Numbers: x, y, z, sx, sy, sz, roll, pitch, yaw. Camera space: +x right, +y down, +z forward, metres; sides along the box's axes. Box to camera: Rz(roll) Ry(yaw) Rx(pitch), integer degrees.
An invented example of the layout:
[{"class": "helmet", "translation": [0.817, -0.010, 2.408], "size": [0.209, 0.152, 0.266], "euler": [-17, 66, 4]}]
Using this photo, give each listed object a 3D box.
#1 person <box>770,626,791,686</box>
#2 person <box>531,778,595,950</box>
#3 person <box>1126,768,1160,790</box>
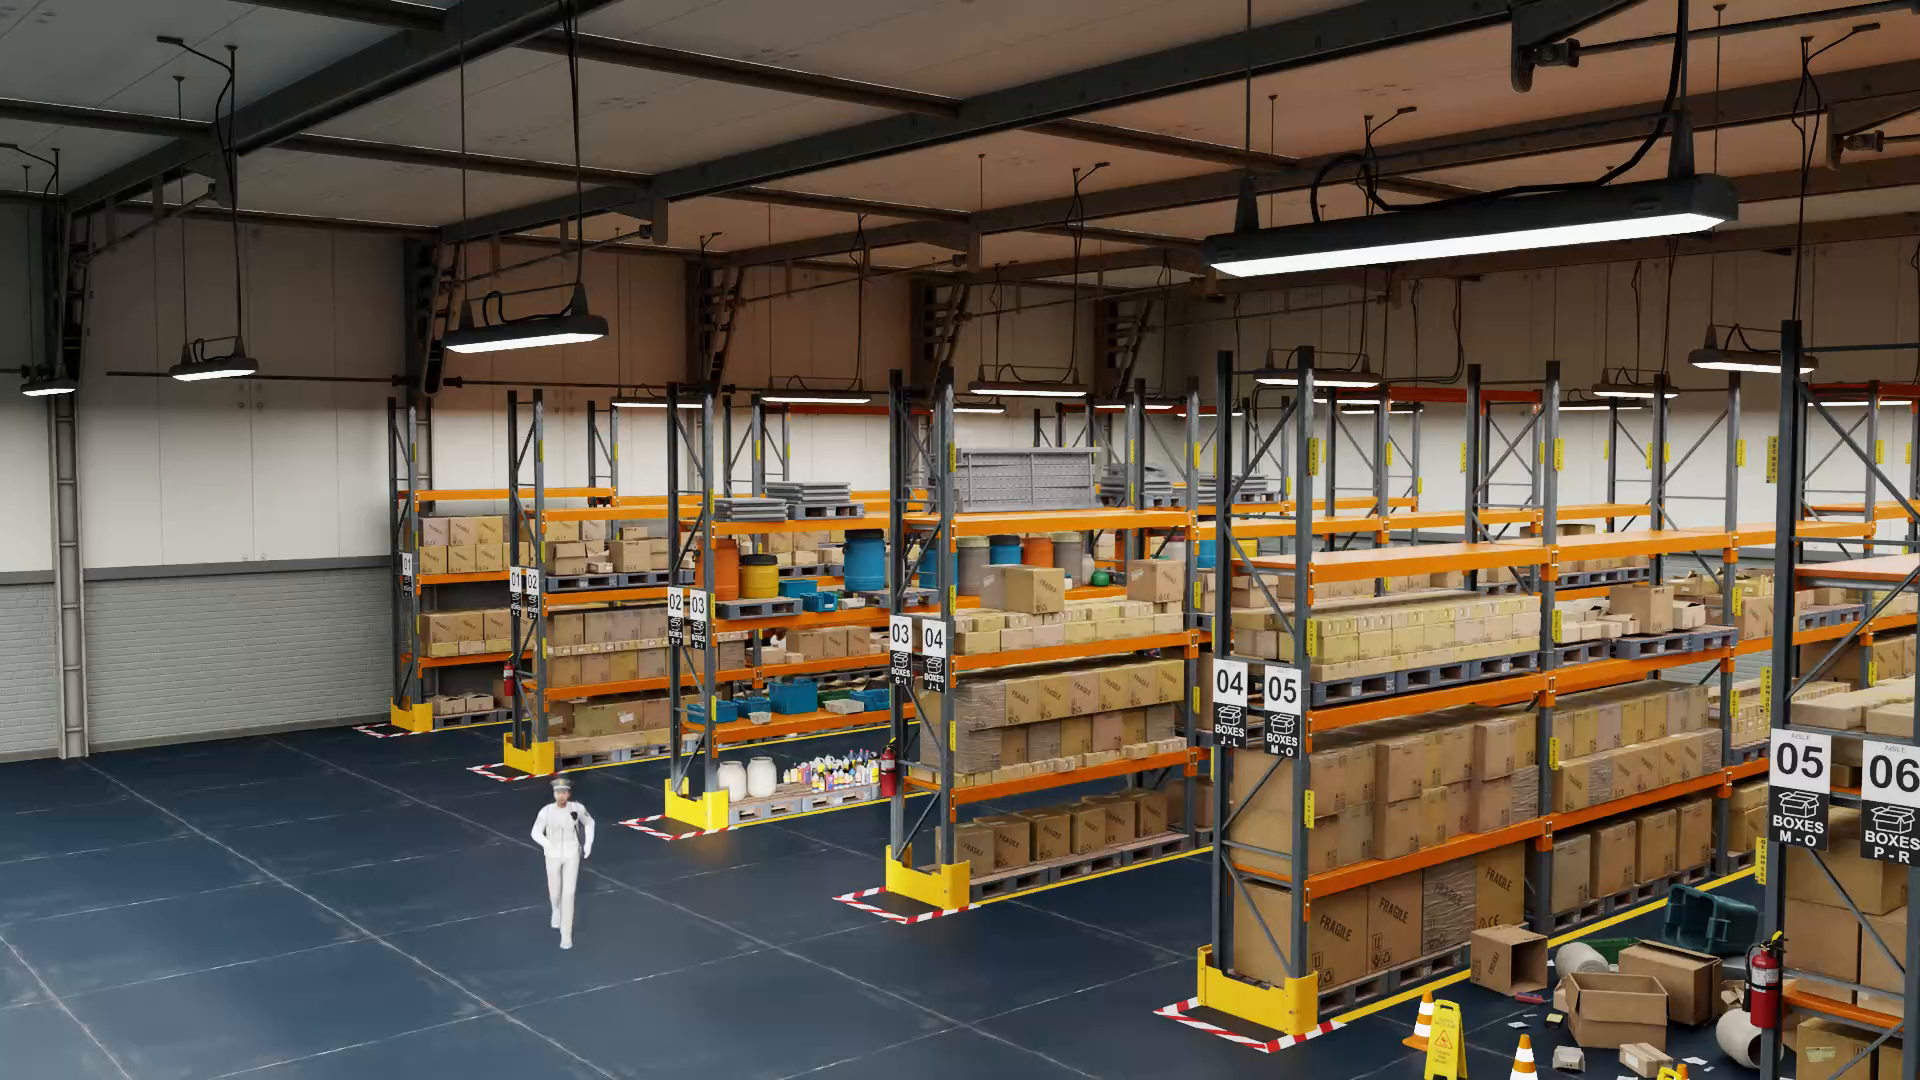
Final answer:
[{"class": "person", "translation": [-3.384, 2.425, 32.127], "size": [0.688, 1.734, 0.829], "euler": [2, 4, 35]}, {"class": "person", "translation": [-4.143, 3.309, 17.318], "size": [0.609, 1.715, 0.818], "euler": [-1, 3, -11]}, {"class": "person", "translation": [2.648, 2.897, 24.618], "size": [0.581, 1.655, 0.701], "euler": [3, 5, 43]}]
